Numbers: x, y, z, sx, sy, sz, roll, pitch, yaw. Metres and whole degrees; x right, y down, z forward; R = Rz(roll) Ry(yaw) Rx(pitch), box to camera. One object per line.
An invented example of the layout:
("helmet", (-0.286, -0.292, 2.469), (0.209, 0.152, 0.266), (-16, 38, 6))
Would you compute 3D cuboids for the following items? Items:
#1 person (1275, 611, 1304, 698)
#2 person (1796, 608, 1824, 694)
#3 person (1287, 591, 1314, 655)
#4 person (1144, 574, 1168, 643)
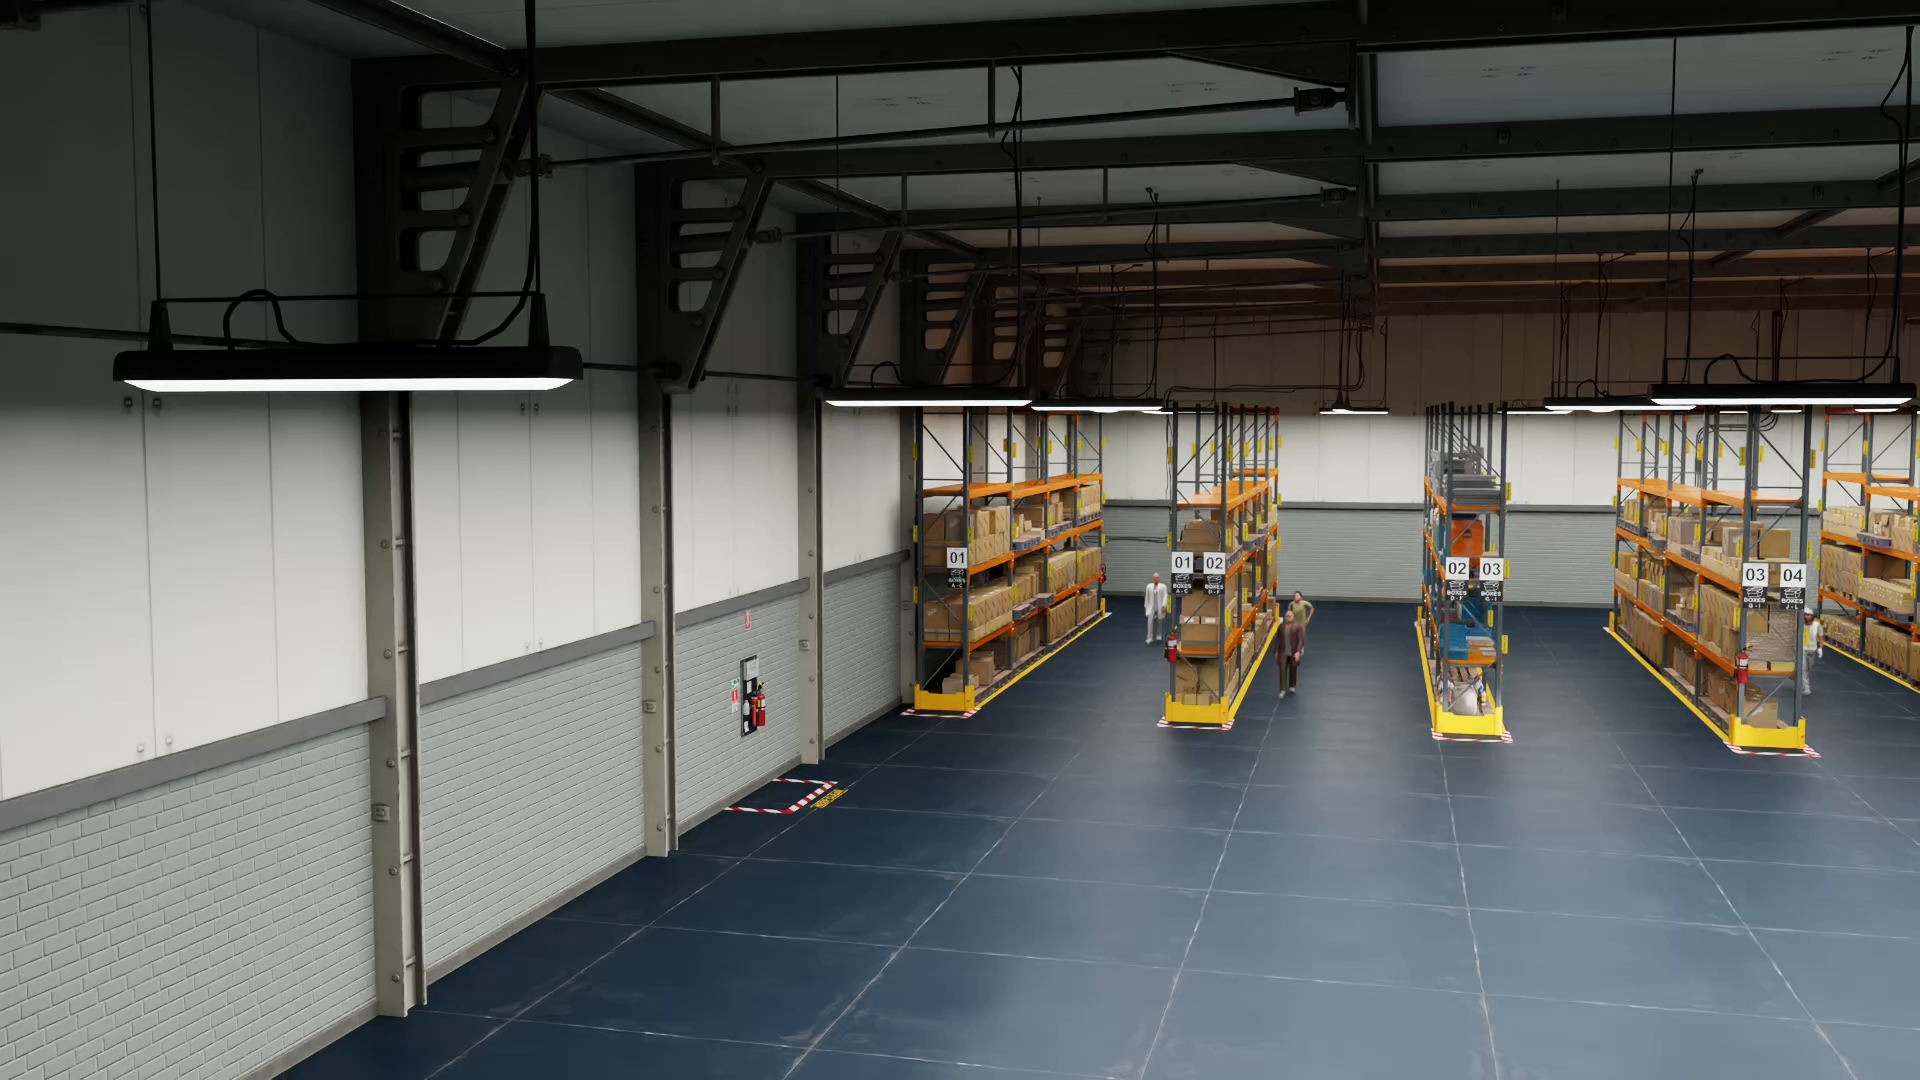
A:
("person", (6.735, 2.319, 34.034), (0.593, 1.717, 1.103), (1, 4, 15))
("person", (17.666, 2.276, 34.583), (0.499, 1.722, 1.045), (0, 4, 5))
("person", (8.167, 1.992, 39.873), (0.621, 1.581, 0.680), (2, 5, 23))
("person", (4.964, 1.721, 42.163), (0.609, 1.714, 1.114), (1, 4, 9))
